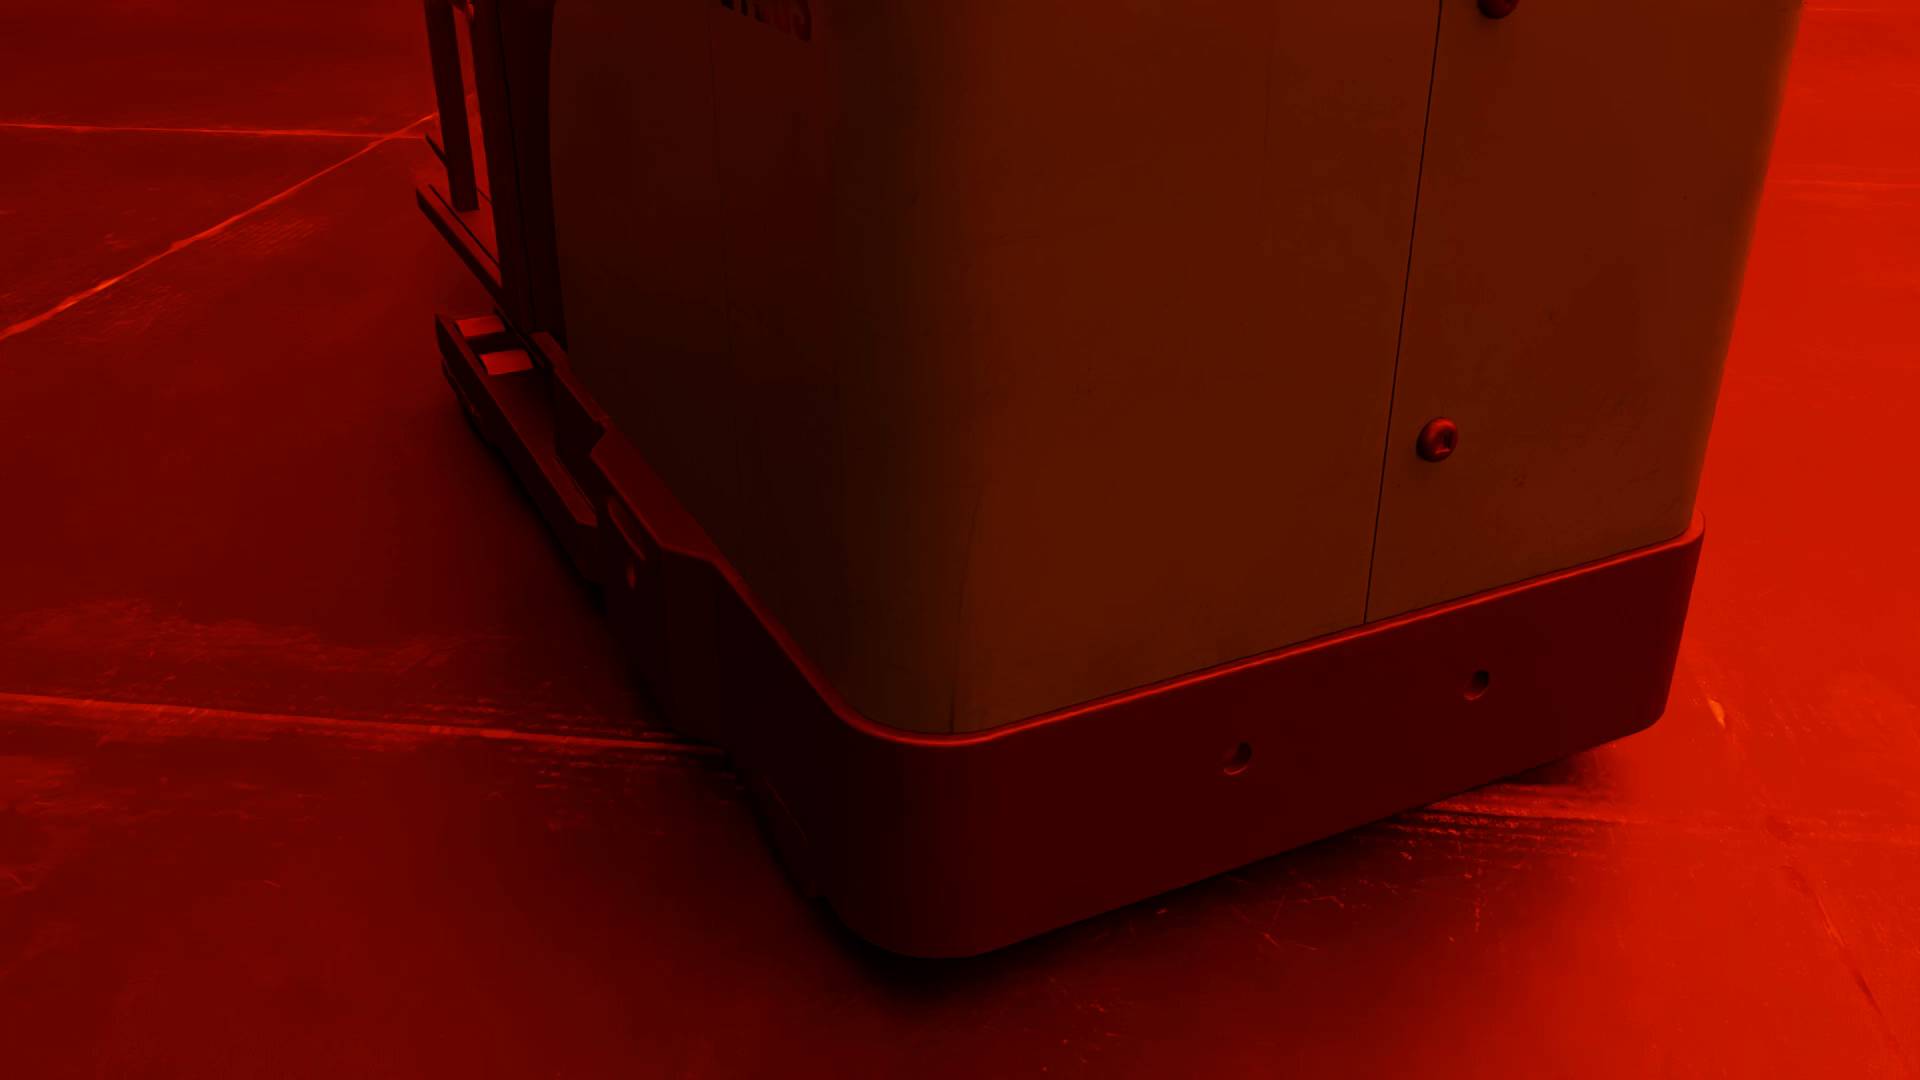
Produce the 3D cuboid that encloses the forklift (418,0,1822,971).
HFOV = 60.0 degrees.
[{"bbox_3d":[-0.270,-1.540,2.304,1.130,2.935,3.031,-13,29,-24],"label":"forklift"}]
